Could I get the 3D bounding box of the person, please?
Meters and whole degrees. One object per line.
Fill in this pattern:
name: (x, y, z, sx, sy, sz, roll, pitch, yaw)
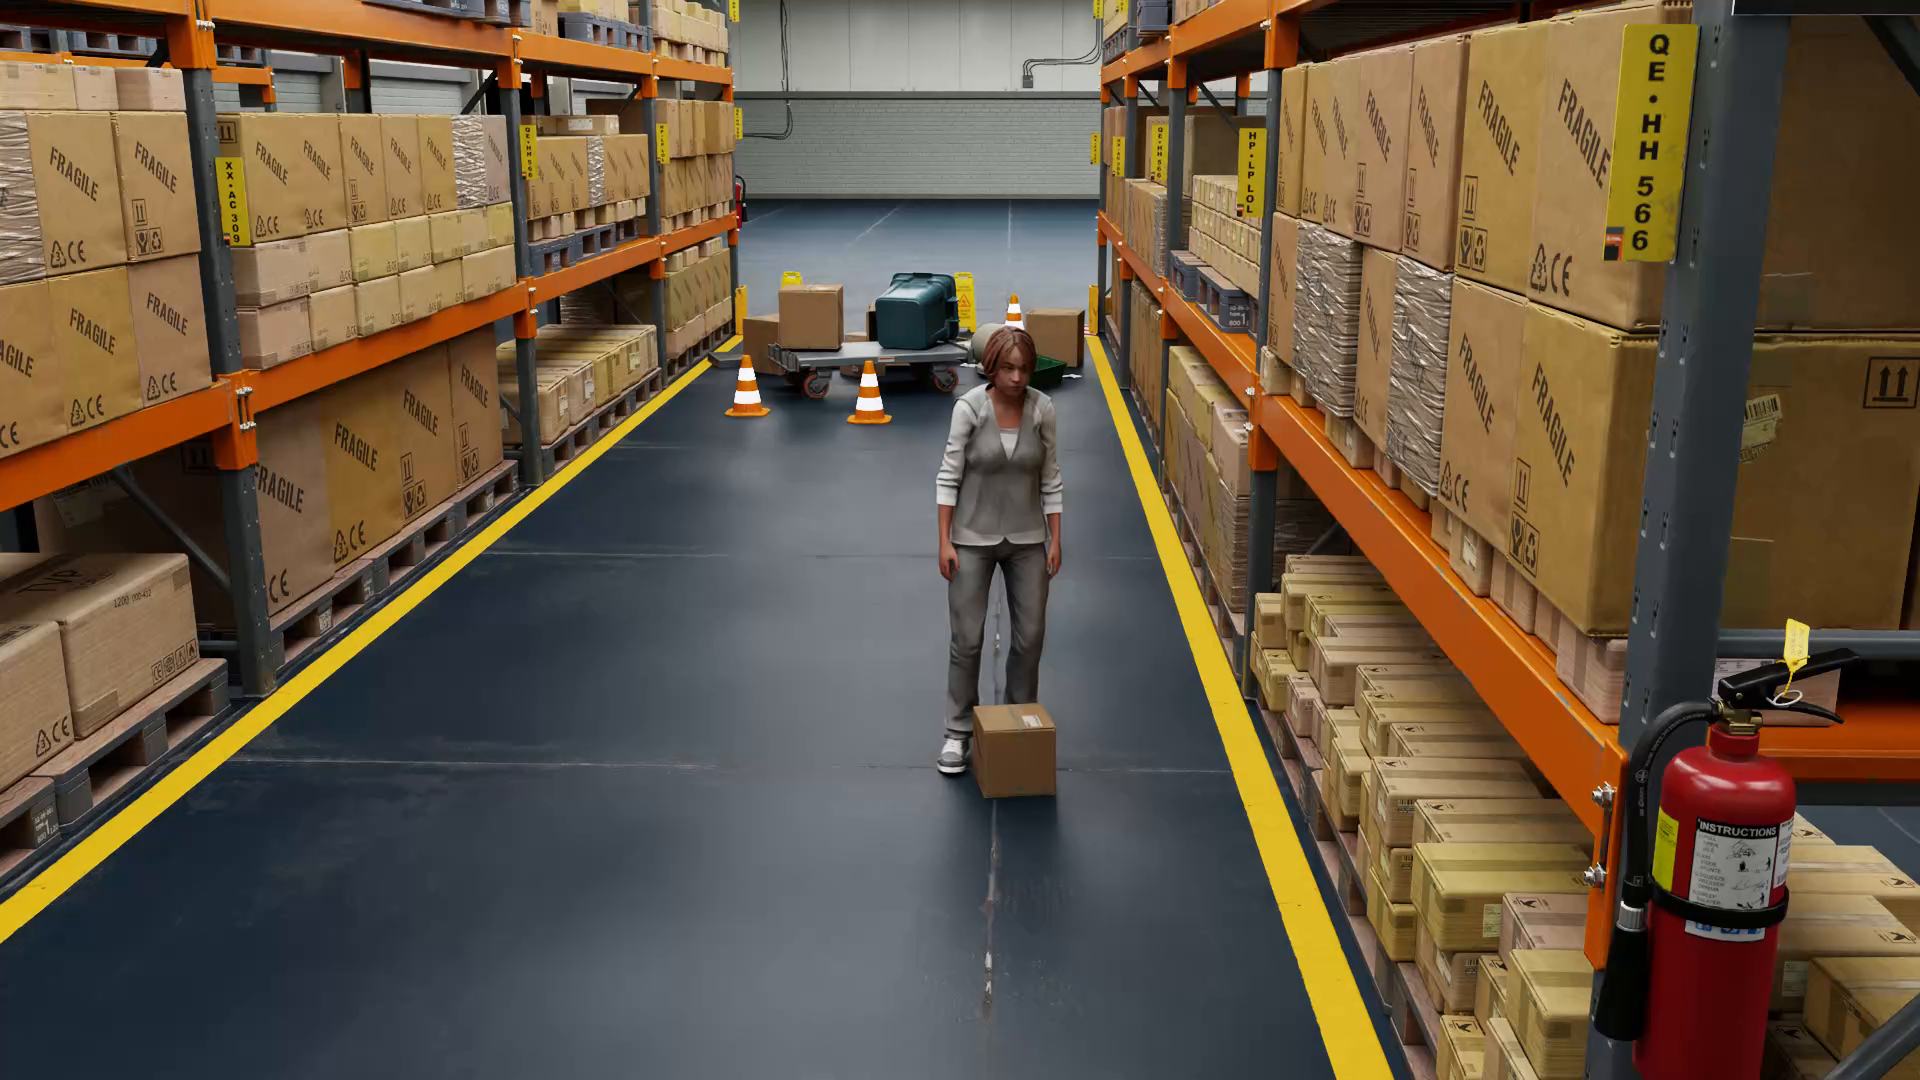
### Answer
person: (0.140, 0.031, 5.905, 0.472, 1.592, 0.347, -2, 14, -9)
